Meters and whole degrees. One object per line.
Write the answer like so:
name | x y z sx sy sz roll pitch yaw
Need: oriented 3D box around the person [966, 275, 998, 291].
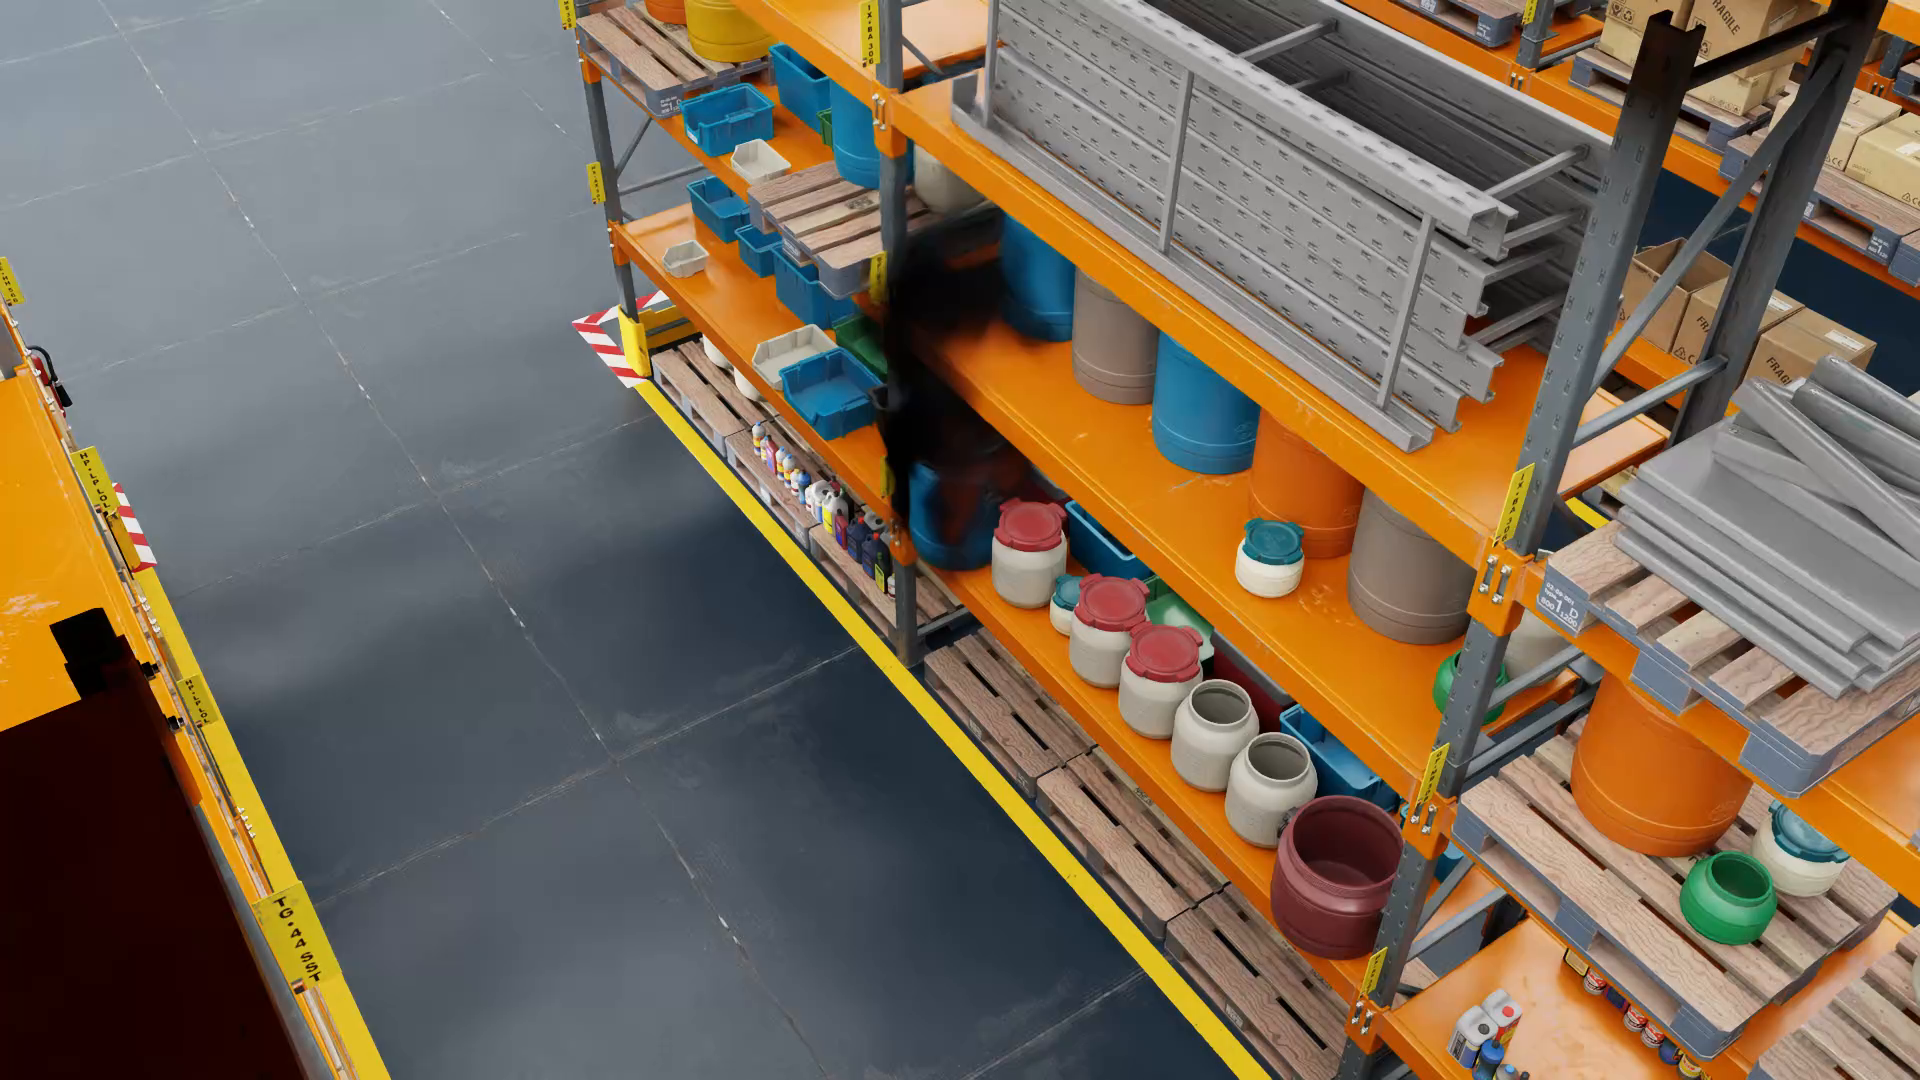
person | 0.141 -2.392 12.650 0.726 1.738 0.749 -31 51 -29
